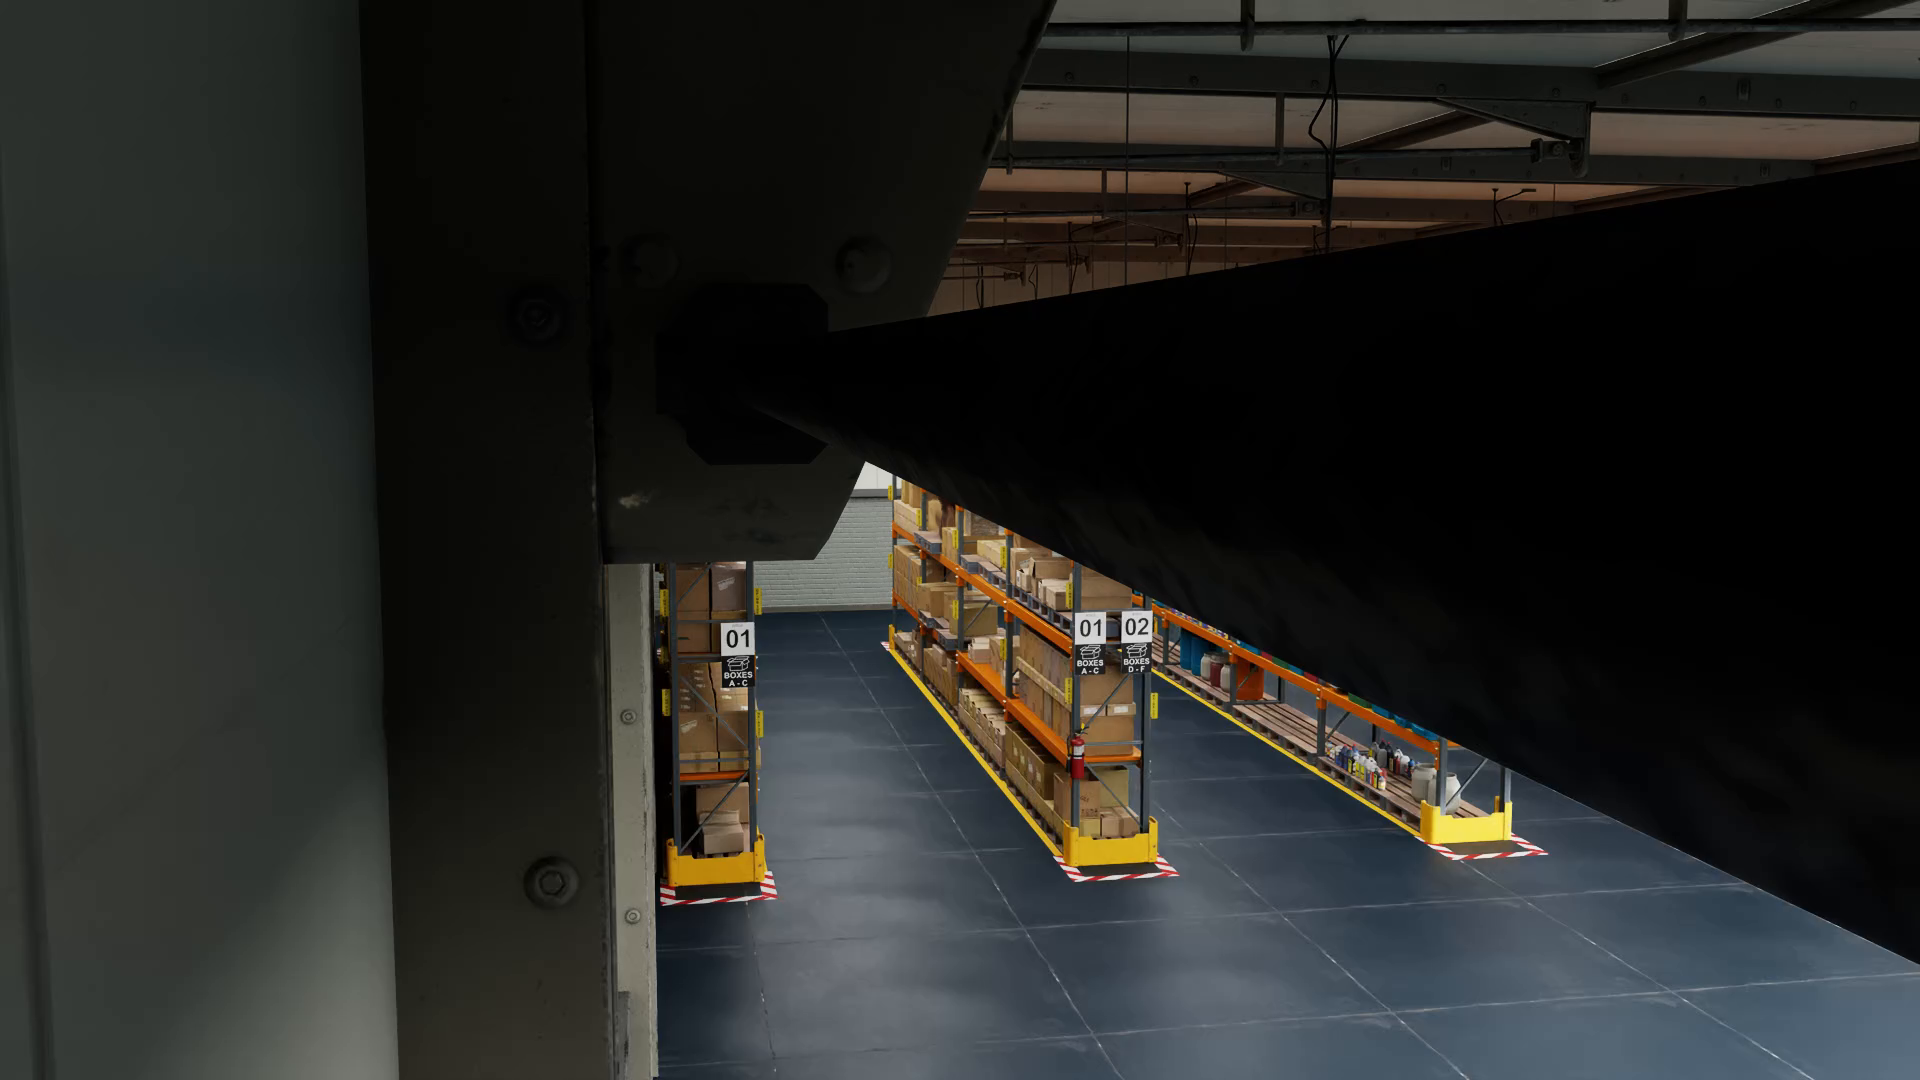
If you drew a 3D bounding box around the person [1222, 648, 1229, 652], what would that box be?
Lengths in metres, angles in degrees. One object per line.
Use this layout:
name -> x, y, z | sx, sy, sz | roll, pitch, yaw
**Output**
person -> 5.717, 1.708, 35.368 | 0.729, 1.715, 1.010 | -2, 7, -19
